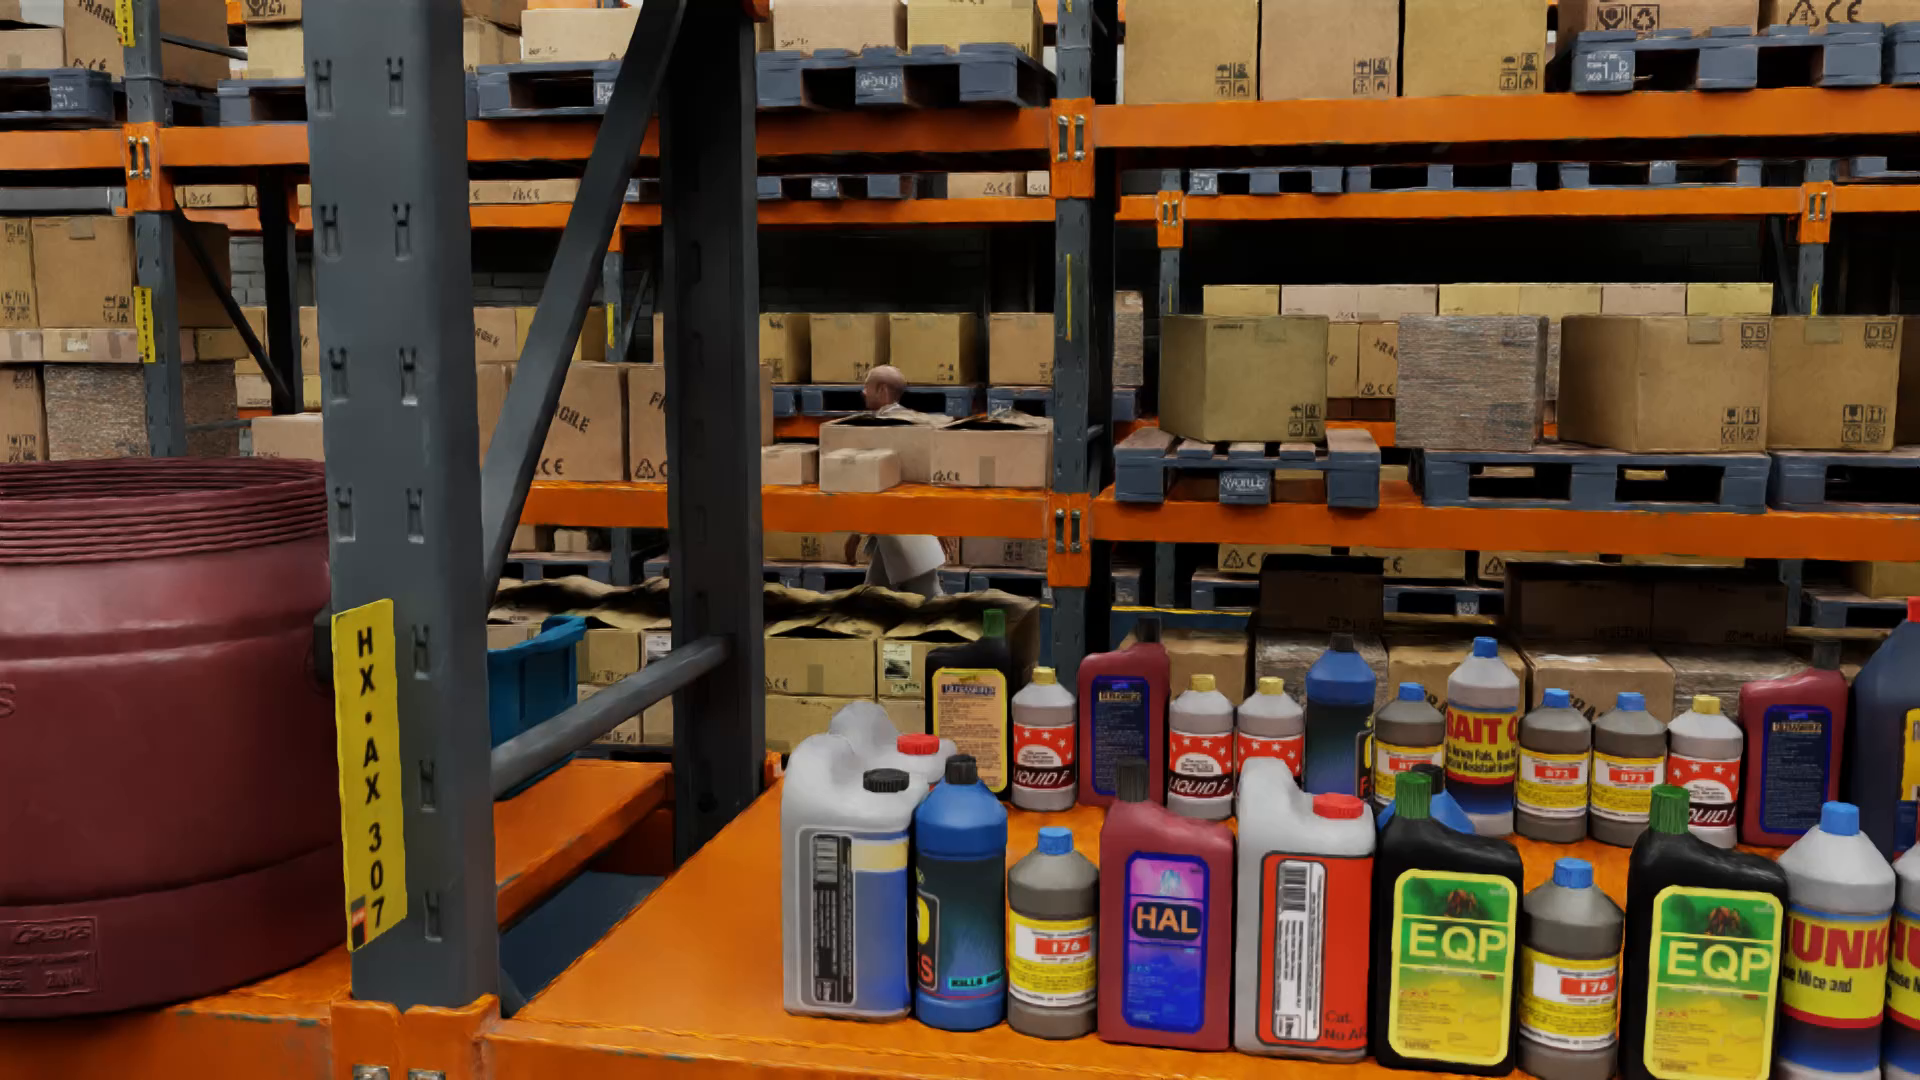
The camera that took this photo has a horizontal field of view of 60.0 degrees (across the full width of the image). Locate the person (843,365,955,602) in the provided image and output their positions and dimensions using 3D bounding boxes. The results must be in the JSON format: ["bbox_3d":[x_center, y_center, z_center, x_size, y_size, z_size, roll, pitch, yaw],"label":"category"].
[{"bbox_3d":[-0.382,-0.061,8.808,1.053,1.720,0.622,2,8,13],"label":"person"}]
